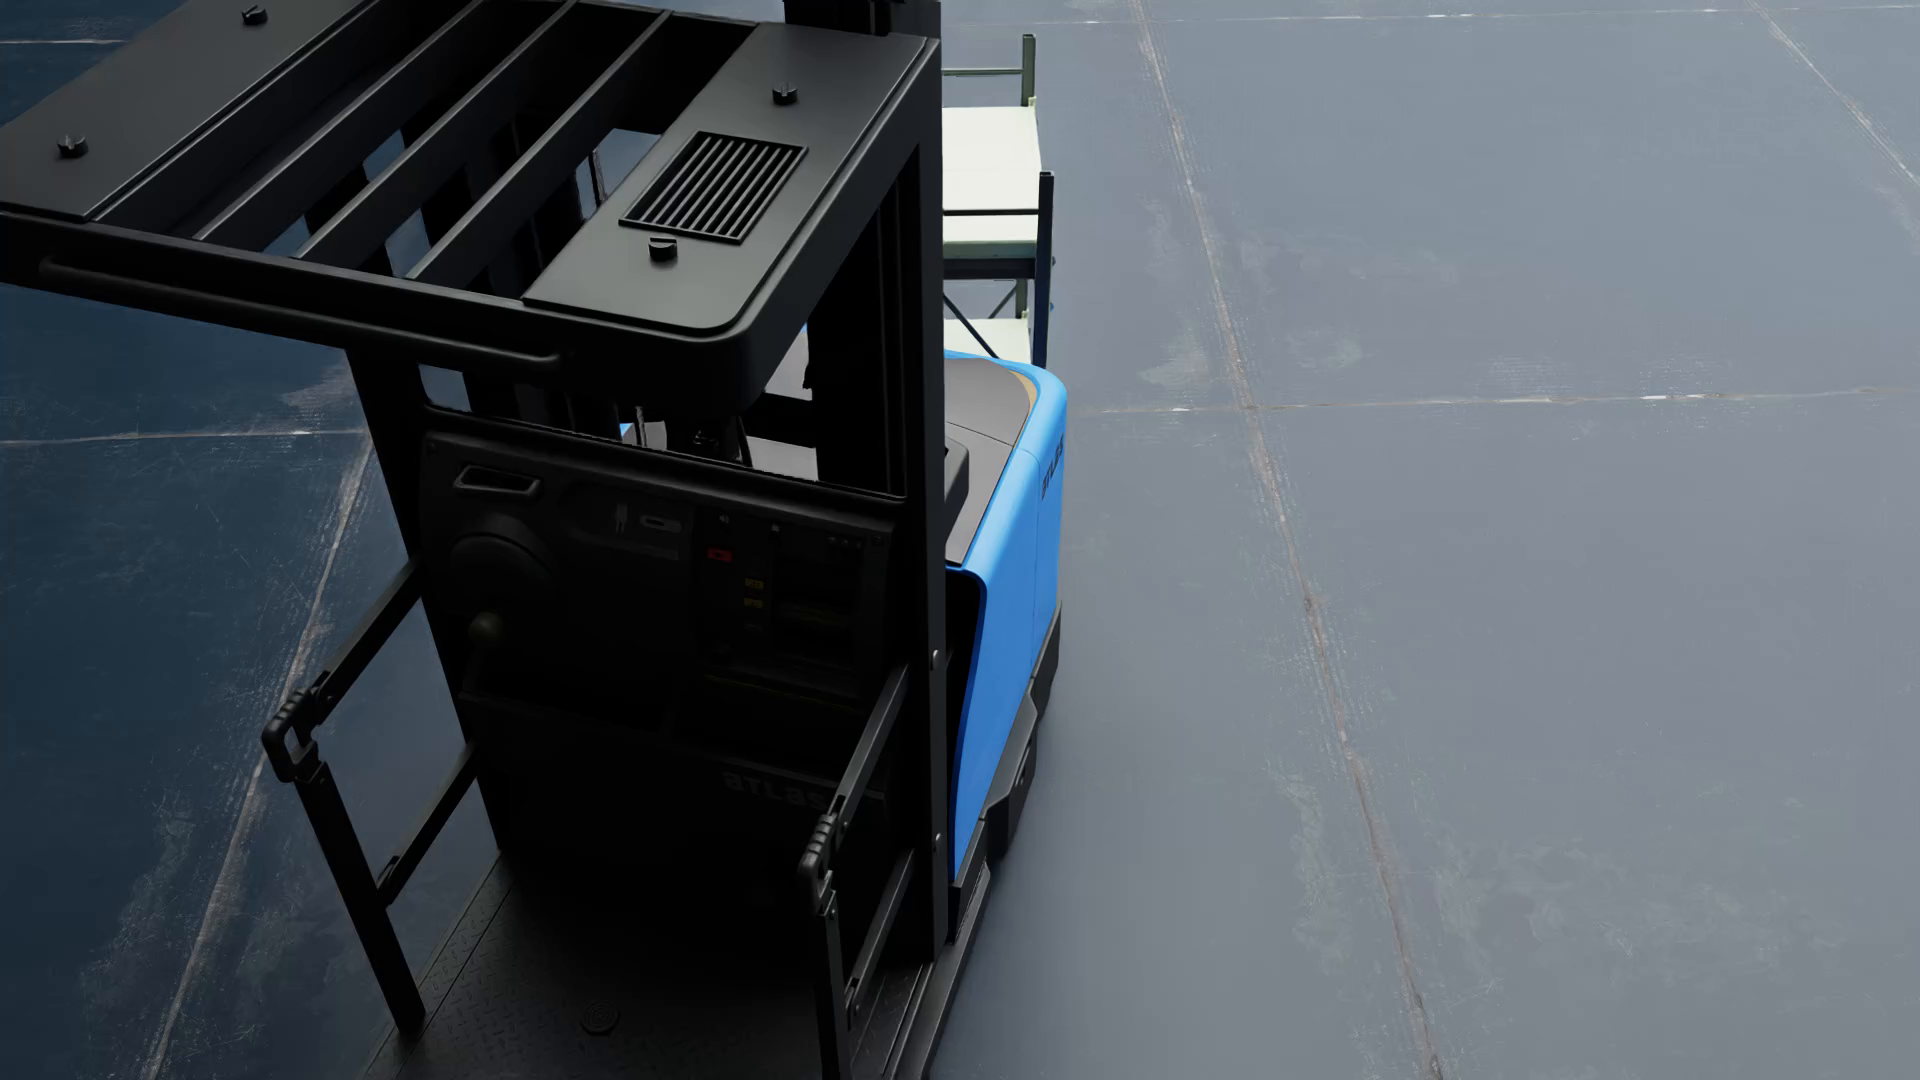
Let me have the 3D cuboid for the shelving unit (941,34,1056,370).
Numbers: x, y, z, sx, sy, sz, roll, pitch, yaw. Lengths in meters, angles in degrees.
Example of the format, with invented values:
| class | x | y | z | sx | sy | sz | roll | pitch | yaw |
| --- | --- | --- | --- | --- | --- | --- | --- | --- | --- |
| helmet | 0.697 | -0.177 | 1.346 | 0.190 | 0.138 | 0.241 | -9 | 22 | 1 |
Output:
| class | x | y | z | sx | sy | sz | roll | pitch | yaw |
| --- | --- | --- | --- | --- | --- | --- | --- | --- | --- |
| shelving unit | 0.016 | -0.571 | 4.763 | 0.431 | 1.500 | 0.755 | -1 | 43 | -1 |

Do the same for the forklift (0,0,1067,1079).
| class | x | y | z | sx | sy | sz | roll | pitch | yaw |
| --- | --- | --- | --- | --- | --- | --- | --- | --- | --- |
| forklift | -0.633 | 0.146 | 2.921 | 1.130 | 2.935 | 3.031 | 12 | 44 | 12 |

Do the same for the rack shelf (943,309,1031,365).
| class | x | y | z | sx | sy | sz | roll | pitch | yaw |
| --- | --- | --- | --- | --- | --- | --- | --- | --- | --- |
| rack shelf | 0.016 | -0.331 | 4.983 | 0.431 | 0.370 | 0.720 | -1 | 43 | -1 |

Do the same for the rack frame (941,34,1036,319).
| class | x | y | z | sx | sy | sz | roll | pitch | yaw |
| --- | --- | --- | --- | --- | --- | --- | --- | --- | --- |
| rack frame | 0.006 | -0.818 | 5.033 | 0.400 | 1.500 | 0.023 | -1 | 43 | -1 |

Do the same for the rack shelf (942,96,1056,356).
| class | x | y | z | sx | sy | sz | roll | pitch | yaw |
| --- | --- | --- | --- | --- | --- | --- | --- | --- | --- |
| rack shelf | 0.016 | -0.859 | 4.499 | 0.431 | 0.370 | 0.720 | -1 | 43 | -1 |

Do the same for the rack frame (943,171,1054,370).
| class | x | y | z | sx | sy | sz | roll | pitch | yaw |
| --- | --- | --- | --- | --- | --- | --- | --- | --- | --- |
| rack frame | 0.025 | -0.324 | 4.493 | 0.400 | 1.500 | 0.023 | -1 | 43 | -1 |
